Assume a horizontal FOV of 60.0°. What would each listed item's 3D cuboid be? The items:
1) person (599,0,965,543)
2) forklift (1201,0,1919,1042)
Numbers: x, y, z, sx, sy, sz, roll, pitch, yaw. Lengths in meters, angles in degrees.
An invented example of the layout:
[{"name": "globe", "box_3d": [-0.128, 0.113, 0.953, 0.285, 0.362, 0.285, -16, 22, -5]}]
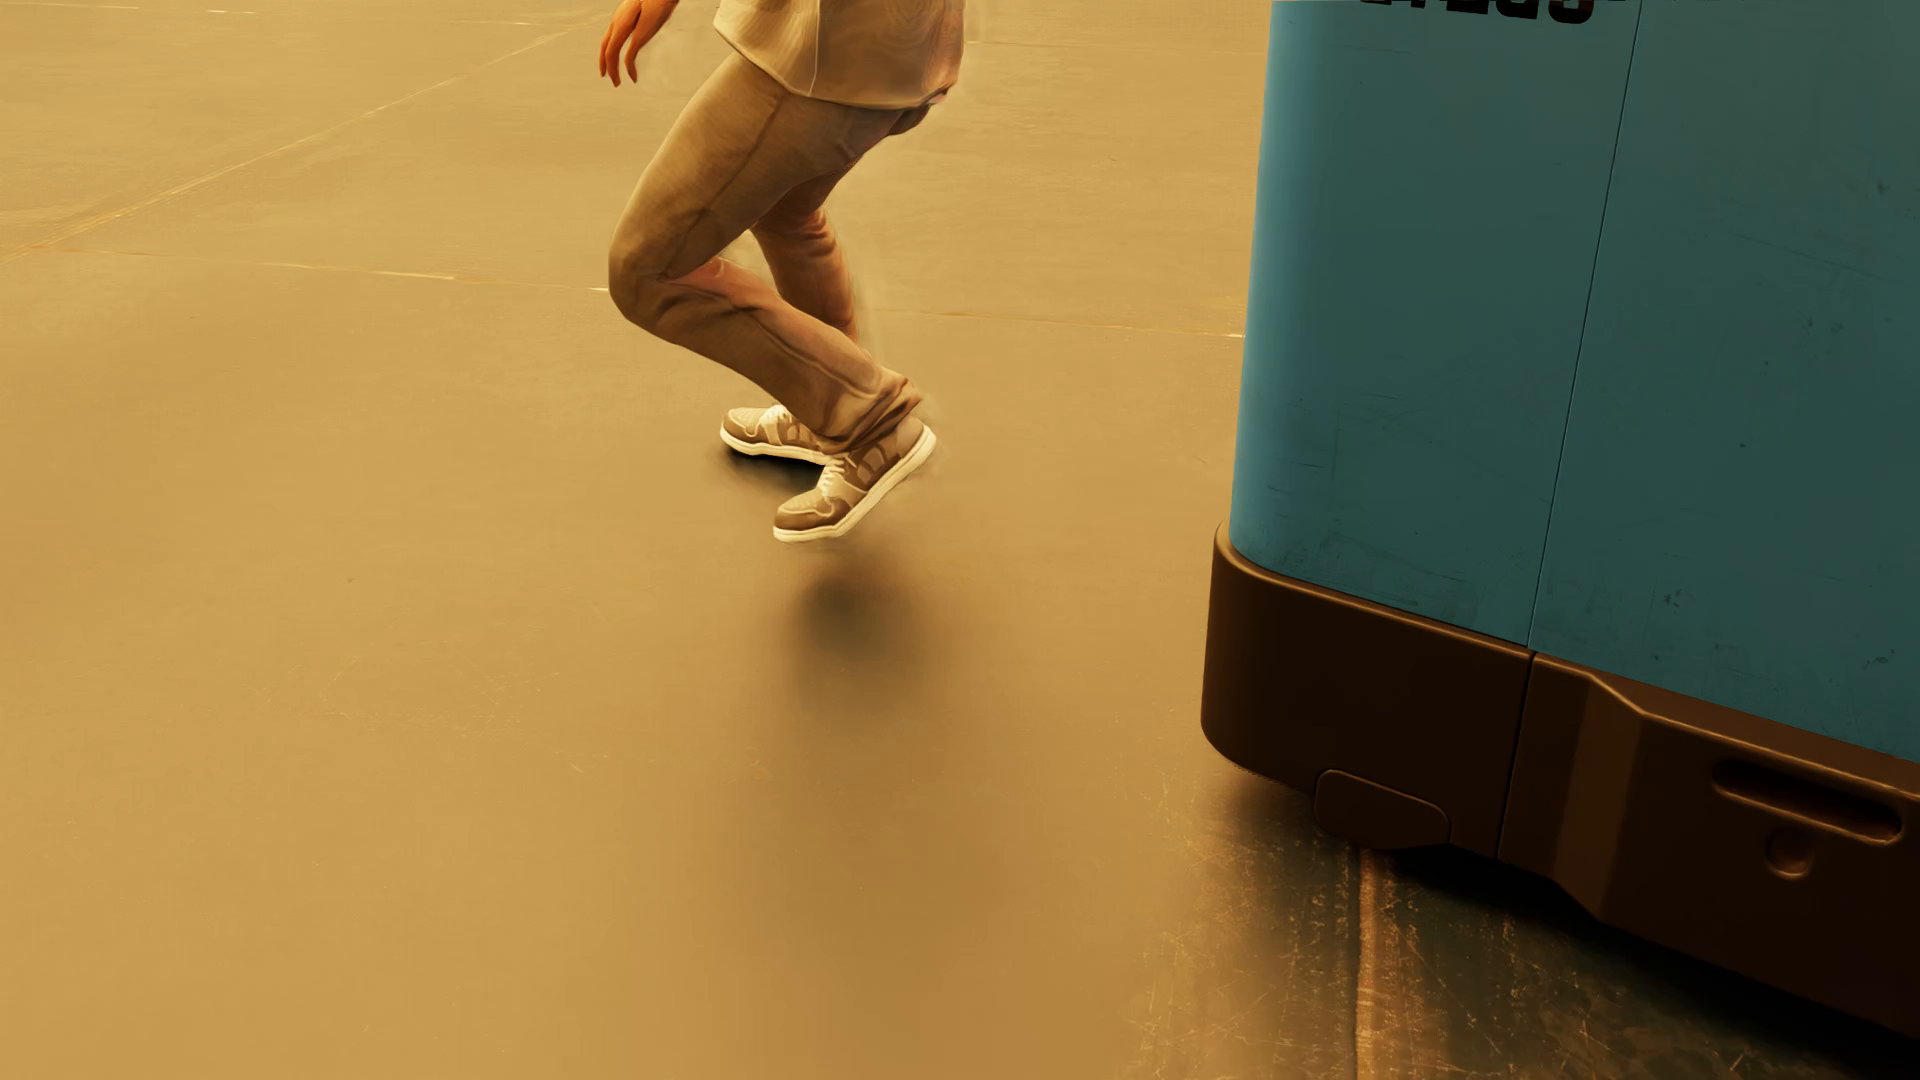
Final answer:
[{"name": "person", "box_3d": [-0.230, -0.681, 2.179, 0.527, 1.494, 0.646, 8, 28, 15]}, {"name": "forklift", "box_3d": [1.775, -0.816, 0.864, 3.031, 2.935, 1.130, 18, 32, 31]}]
